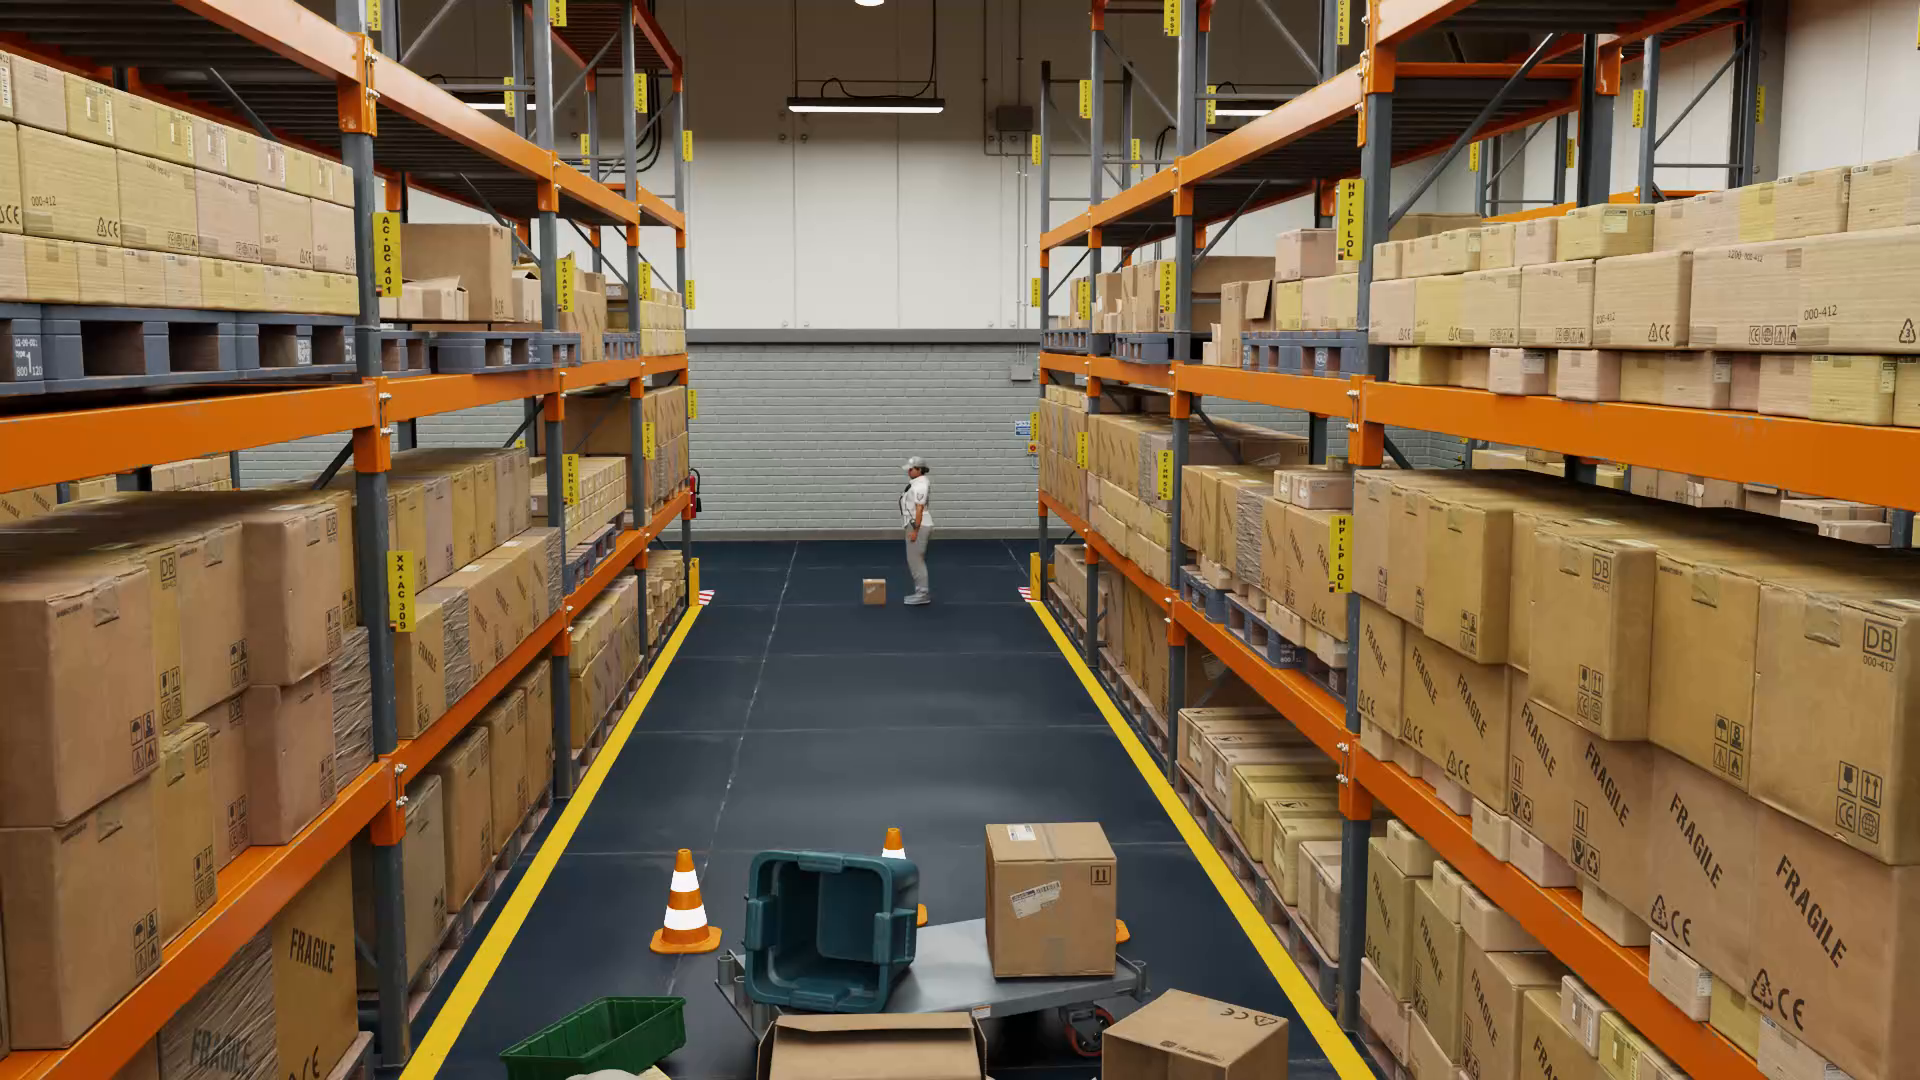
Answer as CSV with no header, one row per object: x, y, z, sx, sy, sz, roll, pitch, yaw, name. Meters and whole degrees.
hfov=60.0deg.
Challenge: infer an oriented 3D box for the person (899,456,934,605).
-0.491,-0.112,18.702,0.390,1.662,0.469,0,7,-2,person
